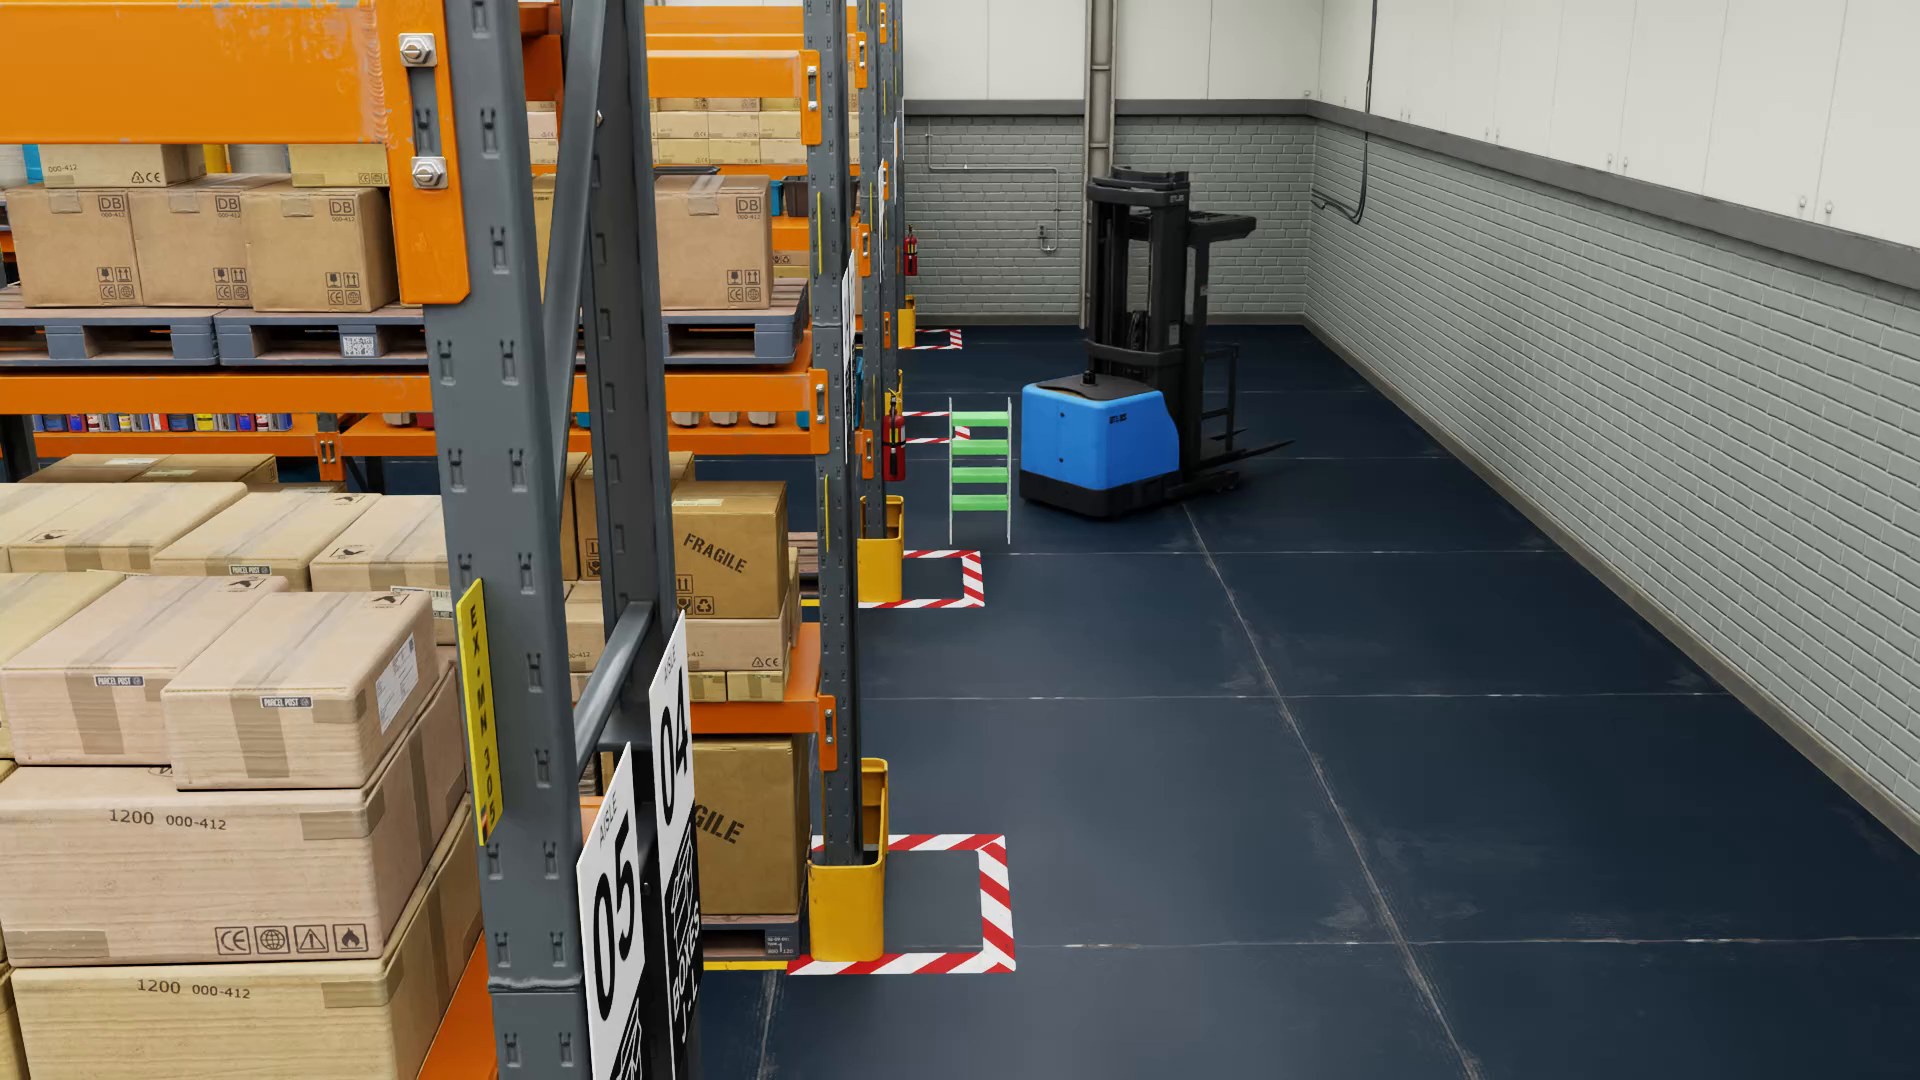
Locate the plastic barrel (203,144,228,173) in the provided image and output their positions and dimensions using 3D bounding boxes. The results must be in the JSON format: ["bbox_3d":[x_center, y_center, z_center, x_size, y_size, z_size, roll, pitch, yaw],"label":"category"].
[{"bbox_3d":[-5.558,-2.762,11.841,0.600,0.588,0.600,0,18,0],"label":"plastic barrel"}]

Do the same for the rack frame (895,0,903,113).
[{"bbox_3d":[-0.805,-7.012,21.175,0.127,3.000,1.000,0,18,-1],"label":"rack frame"}]

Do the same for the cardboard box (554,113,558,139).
[{"bbox_3d":[-3.733,-4.148,16.583,0.500,0.250,0.500,0,18,-1],"label":"cardboard box"}]

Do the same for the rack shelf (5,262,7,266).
[{"bbox_3d":[-14.803,-3.746,21.991,4.000,0.370,1.077,0,18,-1],"label":"rack shelf"}]

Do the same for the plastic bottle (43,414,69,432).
[{"bbox_3d":[-6.664,-0.977,12.264,0.185,0.351,0.144,0,18,-1],"label":"plastic bottle"}]

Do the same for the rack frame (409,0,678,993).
[{"bbox_3d":[-0.593,-0.958,2.303,0.127,3.000,1.000,0,18,-1],"label":"rack frame"}]

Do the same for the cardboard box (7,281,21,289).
[{"bbox_3d":[-9.620,-2.616,17.439,0.500,0.311,0.500,0,18,-2],"label":"cardboard box"}]

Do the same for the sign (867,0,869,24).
[{"bbox_3d":[-0.624,-3.665,11.268,0.005,0.325,0.100,0,18,-1],"label":"sign"}]

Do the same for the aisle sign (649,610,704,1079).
[{"bbox_3d":[-0.525,0.568,3.109,0.004,0.787,0.394,0,18,-1],"label":"aisle sign"}]

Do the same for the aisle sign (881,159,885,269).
[{"bbox_3d":[-0.582,-2.459,12.546,0.004,0.787,0.394,0,18,-1],"label":"aisle sign"}]

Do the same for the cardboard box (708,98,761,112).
[{"bbox_3d":[-2.236,-4.576,16.689,0.500,0.500,0.700,0,18,-1],"label":"cardboard box"}]

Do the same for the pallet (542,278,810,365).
[{"bbox_3d":[-1.312,-0.996,7.477,1.213,0.211,1.003,0,18,-1],"label":"pallet"}]

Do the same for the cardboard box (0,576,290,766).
[{"bbox_3d":[-1.169,0.183,2.431,0.250,0.149,0.380,0,18,0],"label":"cardboard box"}]

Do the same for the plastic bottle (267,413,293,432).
[{"bbox_3d":[-5.037,-0.951,12.304,0.135,0.276,0.152,0,18,-1],"label":"plastic bottle"}]

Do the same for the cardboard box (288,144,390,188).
[{"bbox_3d":[-2.591,-1.691,7.255,0.500,0.250,0.500,-1,18,-3],"label":"cardboard box"}]

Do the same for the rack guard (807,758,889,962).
[{"bbox_3d":[-0.547,1.573,8.325,0.348,0.500,1.175,0,18,-1],"label":"rack guard"}]

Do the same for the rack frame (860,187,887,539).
[{"bbox_3d":[-0.649,-1.130,12.659,0.127,3.000,1.000,0,18,-1],"label":"rack frame"}]

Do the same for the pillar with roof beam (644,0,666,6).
[{"bbox_3d":[-4.050,-5.946,17.850,0.400,9.000,9.100,0,18,-1],"label":"pillar with roof beam"}]

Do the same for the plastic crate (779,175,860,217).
[{"bbox_3d":[-1.038,-2.579,12.480,0.590,0.269,0.497,0,18,-1],"label":"plastic crate"}]

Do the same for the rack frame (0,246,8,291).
[{"bbox_3d":[-4.570,-2.454,6.967,0.127,3.000,1.000,0,18,-1],"label":"rack frame"}]

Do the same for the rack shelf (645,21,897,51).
[{"bbox_3d":[-2.805,-6.470,21.316,4.000,0.370,1.077,0,18,-1],"label":"rack shelf"}]

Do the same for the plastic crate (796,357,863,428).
[{"bbox_3d":[-0.981,-1.117,12.461,0.499,0.435,0.616,0,18,-1],"label":"plastic crate"}]

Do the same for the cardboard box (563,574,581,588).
[{"bbox_3d":[-2.077,0.238,8.152,0.500,0.250,0.500,-1,18,-3],"label":"cardboard box"}]

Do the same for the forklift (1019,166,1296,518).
[{"bbox_3d":[1.973,-1.943,15.305,3.031,2.935,1.130,-15,23,-40],"label":"forklift"}]

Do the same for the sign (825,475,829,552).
[{"bbox_3d":[-0.576,-0.115,7.213,0.005,0.325,0.100,0,18,-1],"label":"sign"}]

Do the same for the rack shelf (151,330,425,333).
[{"bbox_3d":[-6.722,-2.271,17.395,4.000,0.370,1.077,0,18,-1],"label":"rack shelf"}]

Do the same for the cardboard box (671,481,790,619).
[{"bbox_3d":[-1.054,0.038,7.549,0.500,0.500,0.500,0,18,0],"label":"cardboard box"}]

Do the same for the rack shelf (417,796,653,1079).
[{"bbox_3d":[-2.593,0.822,2.841,4.000,0.370,1.077,0,18,-1],"label":"rack shelf"}]

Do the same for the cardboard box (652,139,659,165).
[{"bbox_3d":[-3.233,-3.910,16.661,0.500,0.250,0.500,0,18,-1],"label":"cardboard box"}]

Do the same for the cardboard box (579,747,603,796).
[{"bbox_3d":[-2.119,1.227,8.104,0.875,0.875,0.875,0,18,-1],"label":"cardboard box"}]

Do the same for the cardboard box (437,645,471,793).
[{"bbox_3d":[-1.046,0.226,2.948,0.500,0.250,0.500,0,18,0],"label":"cardboard box"}]

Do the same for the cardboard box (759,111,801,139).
[{"bbox_3d":[-1.733,-4.155,16.605,0.500,0.250,0.500,0,18,-1],"label":"cardboard box"}]

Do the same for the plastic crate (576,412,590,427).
[{"bbox_3d":[-2.698,-0.990,12.400,0.300,0.233,0.416,0,18,-1],"label":"plastic crate"}]

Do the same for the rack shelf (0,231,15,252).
[{"bbox_3d":[-6.648,-2.187,12.220,4.000,0.370,1.077,0,18,-1],"label":"rack shelf"}]

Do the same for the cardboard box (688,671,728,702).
[{"bbox_3d":[-1.181,0.607,7.657,0.250,0.149,0.380,0,18,0],"label":"cardboard box"}]

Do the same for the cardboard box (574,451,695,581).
[{"bbox_3d":[-1.555,-0.122,8.048,0.500,0.500,0.500,-1,18,-2],"label":"cardboard box"}]

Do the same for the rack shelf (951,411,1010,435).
[{"bbox_3d":[0.166,-0.968,13.740,0.480,0.148,0.258,0,18,-1],"label":"rack shelf"}]

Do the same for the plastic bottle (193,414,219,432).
[{"bbox_3d":[-5.562,-0.983,12.281,0.185,0.351,0.144,0,18,-1],"label":"plastic bottle"}]

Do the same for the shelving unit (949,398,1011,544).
[{"bbox_3d":[0.166,-0.572,13.867,0.503,1.200,0.258,0,18,-1],"label":"shelving unit"}]

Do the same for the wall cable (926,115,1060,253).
[{"bbox_3d":[0.460,-4.934,22.856,1.851,1.984,0.084,0,18,-1],"label":"wall cable"}]

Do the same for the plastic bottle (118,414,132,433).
[{"bbox_3d":[-6.157,-0.902,12.272,0.097,0.201,0.097,0,18,0],"label":"plastic bottle"}]

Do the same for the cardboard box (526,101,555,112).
[{"bbox_3d":[-4.237,-4.589,16.732,0.500,0.500,0.700,0,18,-1],"label":"cardboard box"}]

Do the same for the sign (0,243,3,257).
[{"bbox_3d":[-4.580,-1.479,7.862,0.005,0.325,0.100,0,18,-1],"label":"sign"}]

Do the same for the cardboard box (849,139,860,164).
[{"bbox_3d":[-1.233,-3.917,16.681,0.500,0.250,0.500,0,18,-1],"label":"cardboard box"}]

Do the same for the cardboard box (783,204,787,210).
[{"bbox_3d":[-1.694,-3.240,17.436,0.500,0.500,0.500,0,18,0],"label":"cardboard box"}]

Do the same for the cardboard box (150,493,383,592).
[{"bbox_3d":[-1.176,0.041,2.872,0.250,0.149,0.380,0,18,1],"label":"cardboard box"}]

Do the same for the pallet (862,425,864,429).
[{"bbox_3d":[-1.596,-1.310,17.787,1.213,0.211,1.003,0,18,-1],"label":"pallet"}]

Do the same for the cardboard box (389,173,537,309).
[{"bbox_3d":[-2.170,-1.339,7.384,0.500,0.500,0.700,-1,18,-5],"label":"cardboard box"}]
